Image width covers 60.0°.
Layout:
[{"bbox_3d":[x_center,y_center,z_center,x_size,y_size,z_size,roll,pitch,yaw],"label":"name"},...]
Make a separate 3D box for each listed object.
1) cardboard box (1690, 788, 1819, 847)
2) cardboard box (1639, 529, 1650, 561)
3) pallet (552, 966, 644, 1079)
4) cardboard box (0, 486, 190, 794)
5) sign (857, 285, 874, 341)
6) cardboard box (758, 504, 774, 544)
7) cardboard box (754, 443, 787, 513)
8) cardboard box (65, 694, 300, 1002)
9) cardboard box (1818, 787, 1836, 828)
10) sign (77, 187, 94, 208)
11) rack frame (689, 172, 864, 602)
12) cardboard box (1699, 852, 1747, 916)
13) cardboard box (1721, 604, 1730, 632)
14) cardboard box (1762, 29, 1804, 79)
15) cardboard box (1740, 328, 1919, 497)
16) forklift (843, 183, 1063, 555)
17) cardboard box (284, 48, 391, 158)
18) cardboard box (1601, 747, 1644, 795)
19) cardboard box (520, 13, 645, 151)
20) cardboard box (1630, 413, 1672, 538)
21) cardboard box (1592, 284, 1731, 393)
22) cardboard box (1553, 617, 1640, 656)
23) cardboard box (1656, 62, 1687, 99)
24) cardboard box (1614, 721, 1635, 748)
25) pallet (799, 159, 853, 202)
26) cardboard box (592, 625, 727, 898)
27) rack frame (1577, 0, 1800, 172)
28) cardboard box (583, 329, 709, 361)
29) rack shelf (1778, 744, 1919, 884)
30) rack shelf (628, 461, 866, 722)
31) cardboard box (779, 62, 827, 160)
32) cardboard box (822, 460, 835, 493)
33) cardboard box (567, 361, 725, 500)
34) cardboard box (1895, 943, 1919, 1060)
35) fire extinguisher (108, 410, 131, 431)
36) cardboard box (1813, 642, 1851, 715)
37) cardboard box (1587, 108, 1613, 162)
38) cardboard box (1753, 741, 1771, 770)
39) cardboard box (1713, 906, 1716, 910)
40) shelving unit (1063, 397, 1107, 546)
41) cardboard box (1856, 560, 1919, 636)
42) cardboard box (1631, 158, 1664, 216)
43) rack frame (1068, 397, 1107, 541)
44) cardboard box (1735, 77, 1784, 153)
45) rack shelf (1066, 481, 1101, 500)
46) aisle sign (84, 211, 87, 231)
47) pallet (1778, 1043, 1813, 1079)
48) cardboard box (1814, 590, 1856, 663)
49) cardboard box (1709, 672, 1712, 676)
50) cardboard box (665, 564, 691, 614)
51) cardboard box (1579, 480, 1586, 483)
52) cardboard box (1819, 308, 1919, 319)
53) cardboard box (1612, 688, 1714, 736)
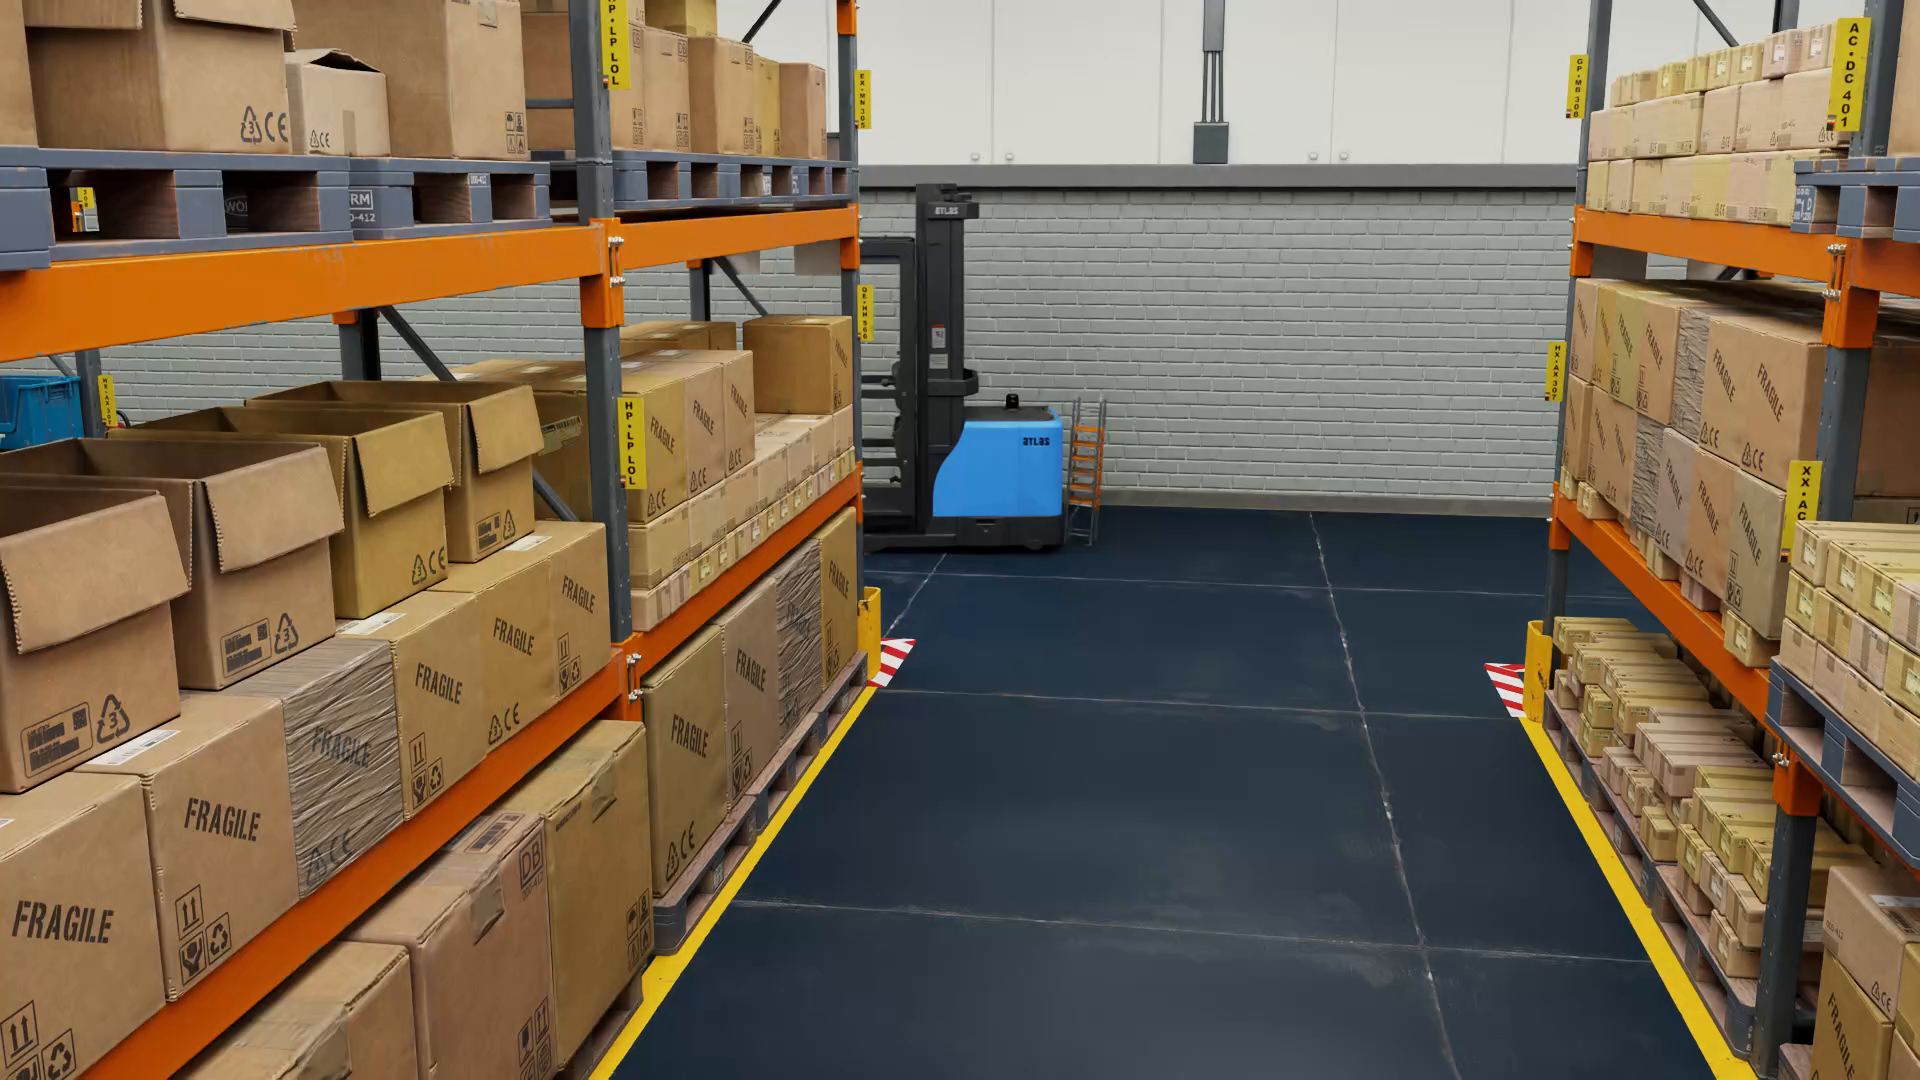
[{"bbox_3d":[3.011,1.061,6.310,0.380,0.149,0.250,2,12,8],"label":"cardboard box"},{"bbox_3d":[3.234,0.026,7.351,0.380,0.149,0.250,2,12,11],"label":"cardboard box"},{"bbox_3d":[-1.748,1.697,5.620,1.003,0.211,1.213,2,12,9],"label":"pallet"},{"bbox_3d":[-2.087,0.177,3.435,0.797,0.503,0.637,2,12,10],"label":"cardboard box"},{"bbox_3d":[-0.554,-1.324,9.704,0.100,0.325,0.005,2,12,9],"label":"sign"},{"bbox_3d":[-1.091,-0.082,7.851,0.380,0.149,0.250,2,12,7],"label":"cardboard box"},{"bbox_3d":[-1.133,-0.305,7.937,0.500,0.250,0.500,2,12,9],"label":"cardboard box"},{"bbox_3d":[-1.823,0.648,3.631,0.500,0.500,0.500,2,12,8],"label":"cardboard box"},{"bbox_3d":[3.548,1.020,6.498,0.380,0.149,0.250,2,12,7],"label":"cardboard box"},{"bbox_3d":[-5.437,-2.223,10.319,0.100,0.325,0.005,2,12,9],"label":"sign"},{"bbox_3d":[-1.089,-0.662,9.946,1.000,3.000,0.127,2,12,9],"label":"rack frame"},{"bbox_3d":[2.945,1.263,6.079,0.380,0.149,0.250,1,12,6],"label":"cardboard box"},{"bbox_3d":[3.026,0.297,6.091,0.380,0.149,0.250,2,12,11],"label":"cardboard box"},{"bbox_3d":[2.986,-1.662,5.687,0.380,0.149,0.250,2,12,9],"label":"cardboard box"},{"bbox_3d":[2.987,-0.438,5.587,0.500,0.500,0.500,1,12,7],"label":"cardboard box"},{"bbox_3d":[-0.684,-1.425,13.648,3.031,2.935,1.130,0,12,-1],"label":"forklift"},{"bbox_3d":[-1.961,-1.232,4.686,0.500,0.311,0.500,1,12,7],"label":"cardboard box"},{"bbox_3d":[3.192,1.071,7.676,0.380,0.149,0.250,1,12,6],"label":"cardboard box"},{"bbox_3d":[-1.643,-1.764,6.466,0.700,0.500,0.500,1,12,5],"label":"cardboard box"},{"bbox_3d":[3.238,-0.270,7.184,0.500,0.500,0.500,2,12,7],"label":"cardboard box"},{"bbox_3d":[3.394,-0.973,8.074,0.500,0.500,0.500,2,12,10],"label":"cardboard box"},{"bbox_3d":[3.381,0.515,8.841,0.380,0.149,0.250,1,12,6],"label":"cardboard box"},{"bbox_3d":[3.243,-1.987,7.195,0.380,0.149,0.250,2,12,10],"label":"cardboard box"},{"bbox_3d":[3.321,0.880,7.852,0.380,0.149,0.250,1,12,6],"label":"cardboard box"},{"bbox_3d":[-1.192,-1.930,8.921,1.003,0.211,1.213,2,12,9],"label":"pallet"},{"bbox_3d":[-1.523,0.869,6.888,0.875,0.875,0.875,2,12,9],"label":"cardboard box"},{"bbox_3d":[3.797,-3.413,8.471,1.000,3.000,0.127,2,12,9],"label":"rack frame"},{"bbox_3d":[-1.580,-0.798,8.444,0.500,0.500,0.500,2,12,7],"label":"cardboard box"},{"bbox_3d":[2.874,1.120,3.383,1.077,0.370,4.000,2,12,9],"label":"rack shelf"},{"bbox_3d":[-1.396,0.106,8.090,1.077,0.370,4.000,2,12,9],"label":"rack shelf"},{"bbox_3d":[-1.116,-2.322,9.055,0.700,0.500,0.500,1,12,5],"label":"cardboard box"},{"bbox_3d":[-0.896,-0.348,9.084,0.380,0.149,0.250,2,12,9],"label":"cardboard box"},{"bbox_3d":[-1.294,-0.462,6.887,0.500,0.500,0.500,2,12,9],"label":"cardboard box"},{"bbox_3d":[2.728,1.258,4.191,0.500,0.250,0.500,2,12,10],"label":"cardboard box"},{"bbox_3d":[-5.510,-0.619,10.816,0.296,0.674,0.183,2,12,9],"label":"fire extinguisher"},{"bbox_3d":[2.630,0.395,4.641,0.380,0.149,0.250,2,12,10],"label":"cardboard box"},{"bbox_3d":[3.471,-2.033,8.355,0.500,0.250,0.500,2,12,10],"label":"cardboard box"},{"bbox_3d":[3.795,0.951,7.526,0.380,0.149,0.250,3,12,11],"label":"cardboard box"},{"bbox_3d":[3.028,1.396,6.164,0.380,0.149,0.250,2,12,10],"label":"cardboard box"},{"bbox_3d":[1.034,-0.568,13.744,0.258,1.200,0.189,7,14,16],"label":"shelving unit"},{"bbox_3d":[2.588,0.157,4.330,0.380,0.149,0.250,2,12,9],"label":"cardboard box"},{"bbox_3d":[3.324,-1.571,7.400,0.500,0.250,0.500,1,12,7],"label":"cardboard box"},{"bbox_3d":[1.061,-0.587,13.830,0.240,1.200,0.006,7,14,16],"label":"rack frame"},{"bbox_3d":[3.093,-1.497,5.871,0.500,0.250,0.500,1,12,6],"label":"cardboard box"},{"bbox_3d":[1.025,-0.408,13.782,0.258,0.103,0.180,7,14,16],"label":"rack shelf"},{"bbox_3d":[-5.682,-2.099,10.442,0.394,0.787,0.004,2,12,9],"label":"aisle sign"},{"bbox_3d":[3.063,1.877,4.781,1.003,0.211,1.213,2,12,9],"label":"pallet"},{"bbox_3d":[2.629,0.245,4.628,0.380,0.149,0.250,2,12,8],"label":"cardboard box"},{"bbox_3d":[3.956,0.644,8.244,0.380,0.149,0.250,2,12,7],"label":"cardboard box"},{"bbox_3d":[-1.289,0.188,6.598,0.380,0.149,0.250,1,12,7],"label":"cardboard box"},{"bbox_3d":[3.425,-0.247,8.614,0.380,0.149,0.250,2,12,11],"label":"cardboard box"},{"bbox_3d":[3.665,-0.629,6.476,0.500,0.500,0.500,2,12,10],"label":"cardboard box"},{"bbox_3d":[3.198,0.790,7.567,0.380,0.149,0.250,2,12,10],"label":"cardboard box"}]
